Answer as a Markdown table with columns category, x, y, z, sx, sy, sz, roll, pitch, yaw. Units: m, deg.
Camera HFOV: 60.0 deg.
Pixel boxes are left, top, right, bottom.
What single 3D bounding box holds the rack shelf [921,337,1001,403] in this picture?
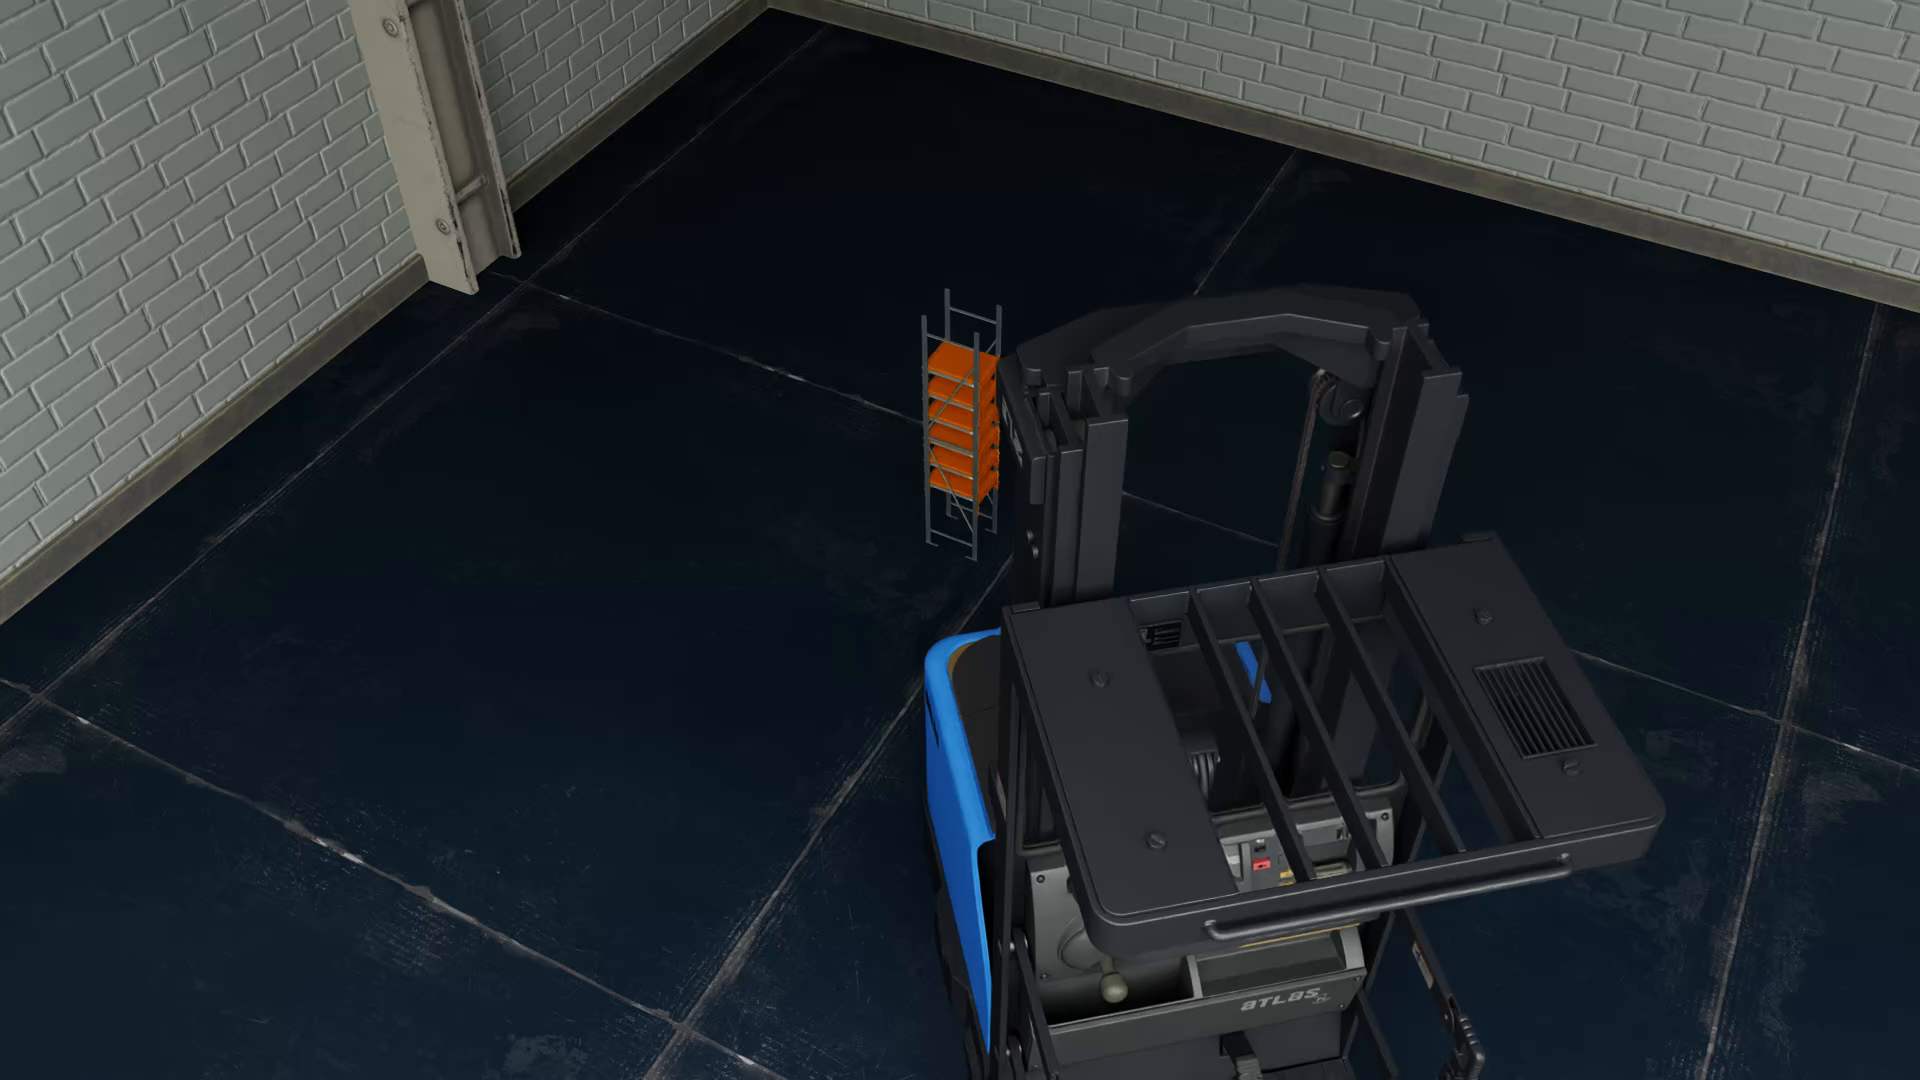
| category | x | y | z | sx | sy | sz | roll | pitch | yaw |
| --- | --- | --- | --- | --- | --- | --- | --- | --- | --- |
| rack shelf | 0.007 | -0.653 | 6.388 | 0.258 | 0.103 | 0.180 | 20 | 49 | 19 |

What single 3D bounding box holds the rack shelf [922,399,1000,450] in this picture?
| category | x | y | z | sx | sy | sz | roll | pitch | yaw |
| --- | --- | --- | --- | --- | --- | --- | --- | --- | --- |
| rack shelf | 0.007 | -0.484 | 6.558 | 0.258 | 0.103 | 0.180 | 20 | 49 | 19 |

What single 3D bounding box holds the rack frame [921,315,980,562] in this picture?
| category | x | y | z | sx | sy | sz | roll | pitch | yaw |
| --- | --- | --- | --- | --- | --- | --- | --- | --- | --- |
| rack frame | -0.036 | -0.373 | 6.555 | 0.240 | 1.200 | 0.006 | 20 | 49 | 19 |

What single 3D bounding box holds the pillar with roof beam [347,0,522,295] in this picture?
| category | x | y | z | sx | sy | sz | roll | pitch | yaw |
| --- | --- | --- | --- | --- | --- | --- | --- | --- | --- |
| pillar with roof beam | 1.357 | -3.128 | 3.794 | 9.100 | 9.000 | 0.400 | 20 | 49 | 19 |

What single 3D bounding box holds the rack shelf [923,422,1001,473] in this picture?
| category | x | y | z | sx | sy | sz | roll | pitch | yaw |
| --- | --- | --- | --- | --- | --- | --- | --- | --- | --- |
| rack shelf | 0.007 | -0.400 | 6.644 | 0.258 | 0.103 | 0.180 | 20 | 49 | 19 |

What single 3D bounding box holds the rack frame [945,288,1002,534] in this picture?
| category | x | y | z | sx | sy | sz | roll | pitch | yaw |
| --- | --- | --- | --- | --- | --- | --- | --- | --- | --- |
| rack frame | 0.049 | -0.489 | 6.669 | 0.240 | 1.200 | 0.006 | 20 | 49 | 19 |

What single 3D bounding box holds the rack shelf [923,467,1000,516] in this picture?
| category | x | y | z | sx | sy | sz | roll | pitch | yaw |
| --- | --- | --- | --- | --- | --- | --- | --- | --- | --- |
| rack shelf | 0.007 | -0.231 | 6.814 | 0.258 | 0.103 | 0.180 | 20 | 49 | 19 |

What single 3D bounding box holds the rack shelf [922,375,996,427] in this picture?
| category | x | y | z | sx | sy | sz | roll | pitch | yaw |
| --- | --- | --- | --- | --- | --- | --- | --- | --- | --- |
| rack shelf | 0.007 | -0.568 | 6.473 | 0.258 | 0.103 | 0.180 | 20 | 49 | 19 |

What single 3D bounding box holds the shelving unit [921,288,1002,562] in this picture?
| category | x | y | z | sx | sy | sz | roll | pitch | yaw |
| --- | --- | --- | --- | --- | --- | --- | --- | --- | --- |
| shelving unit | 0.007 | -0.431 | 6.612 | 0.258 | 1.200 | 0.189 | 20 | 49 | 19 |

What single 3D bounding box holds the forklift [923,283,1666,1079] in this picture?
| category | x | y | z | sx | sy | sz | roll | pitch | yaw |
| --- | --- | --- | --- | --- | --- | --- | --- | --- | --- |
| forklift | 0.677 | 0.992 | 3.989 | 1.130 | 2.935 | 3.031 | -8 | 46 | -8 |

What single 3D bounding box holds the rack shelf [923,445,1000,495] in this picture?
| category | x | y | z | sx | sy | sz | roll | pitch | yaw |
| --- | --- | --- | --- | --- | --- | --- | --- | --- | --- |
| rack shelf | 0.007 | -0.315 | 6.729 | 0.258 | 0.103 | 0.180 | 20 | 49 | 19 |
